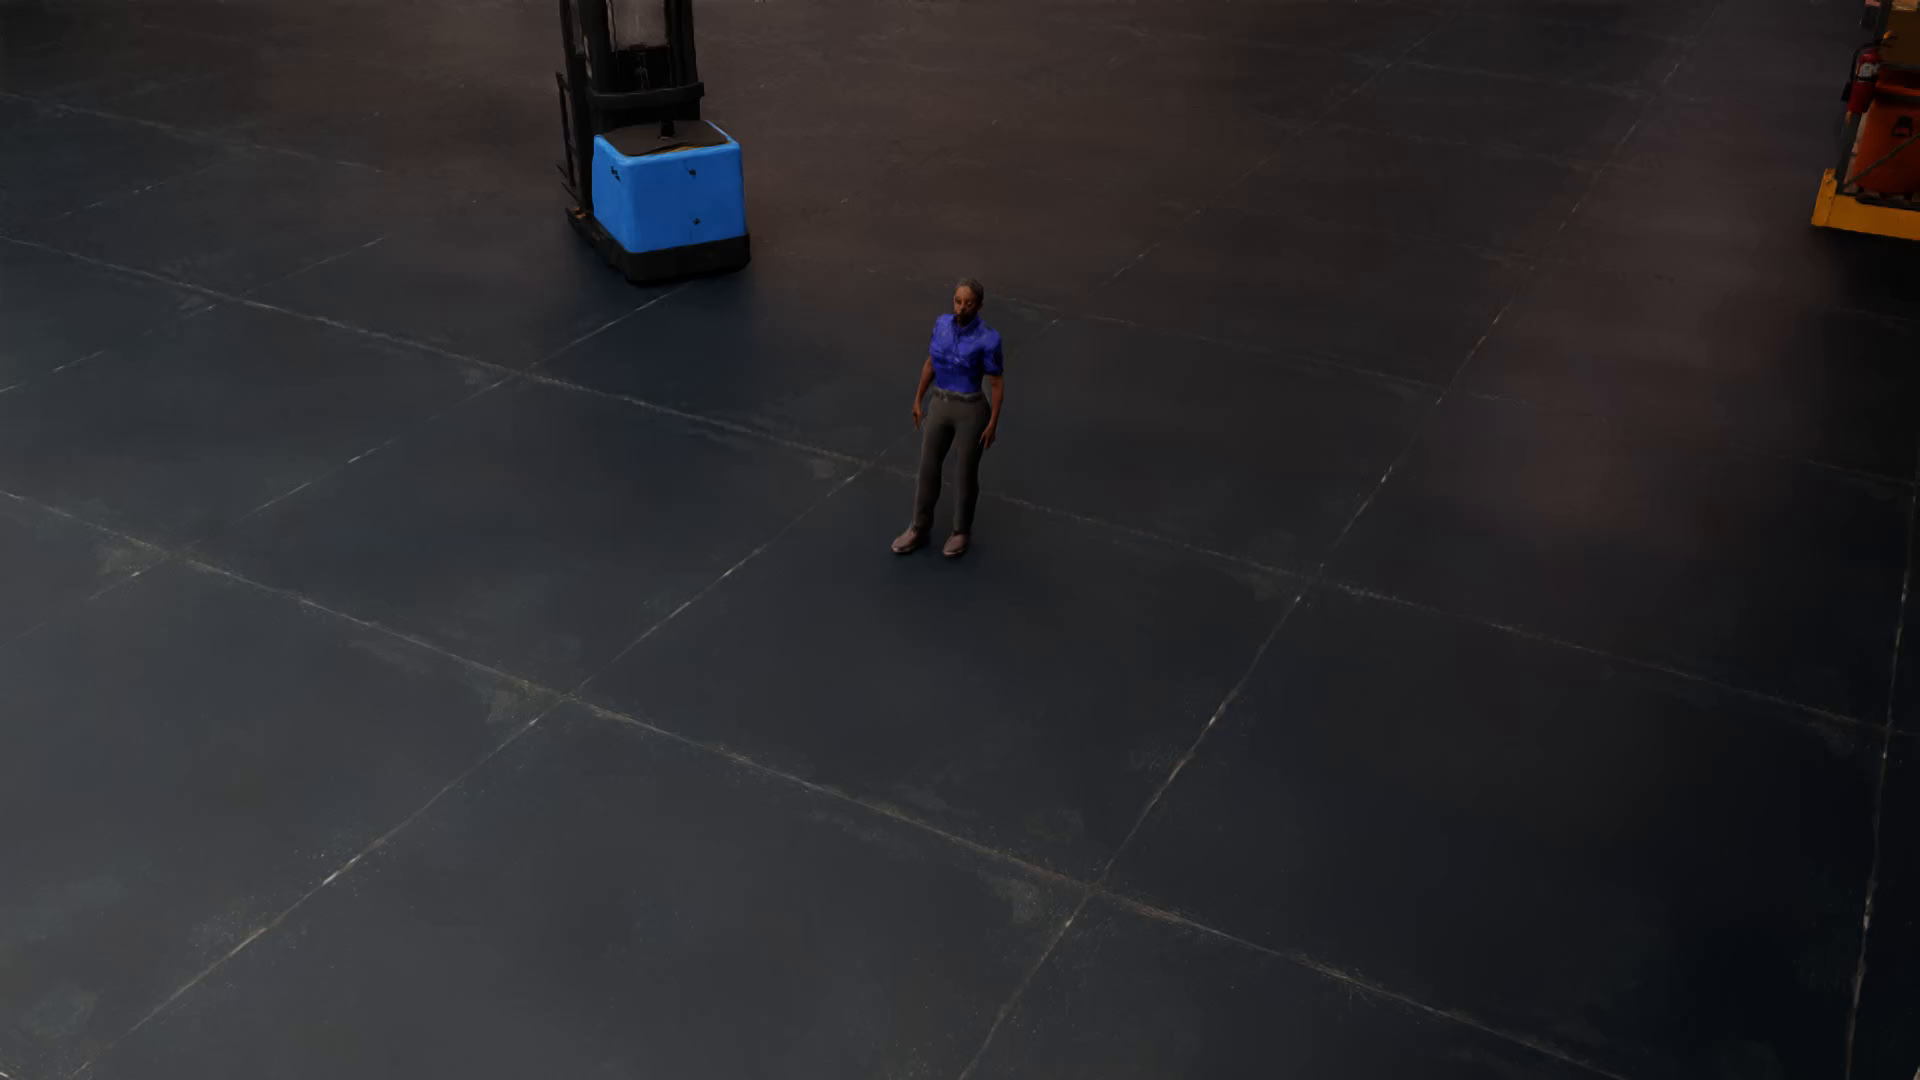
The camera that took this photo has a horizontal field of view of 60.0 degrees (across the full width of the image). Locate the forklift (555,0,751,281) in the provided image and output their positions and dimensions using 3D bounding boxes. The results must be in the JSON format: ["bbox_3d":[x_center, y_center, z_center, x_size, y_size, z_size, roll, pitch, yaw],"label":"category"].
[{"bbox_3d":[-2.865,-4.083,14.145,1.130,2.935,3.031,-14,33,-23],"label":"forklift"}]

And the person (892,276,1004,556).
[{"bbox_3d":[-0.059,-0.689,9.527,0.570,1.654,0.503,15,33,25],"label":"person"}]
